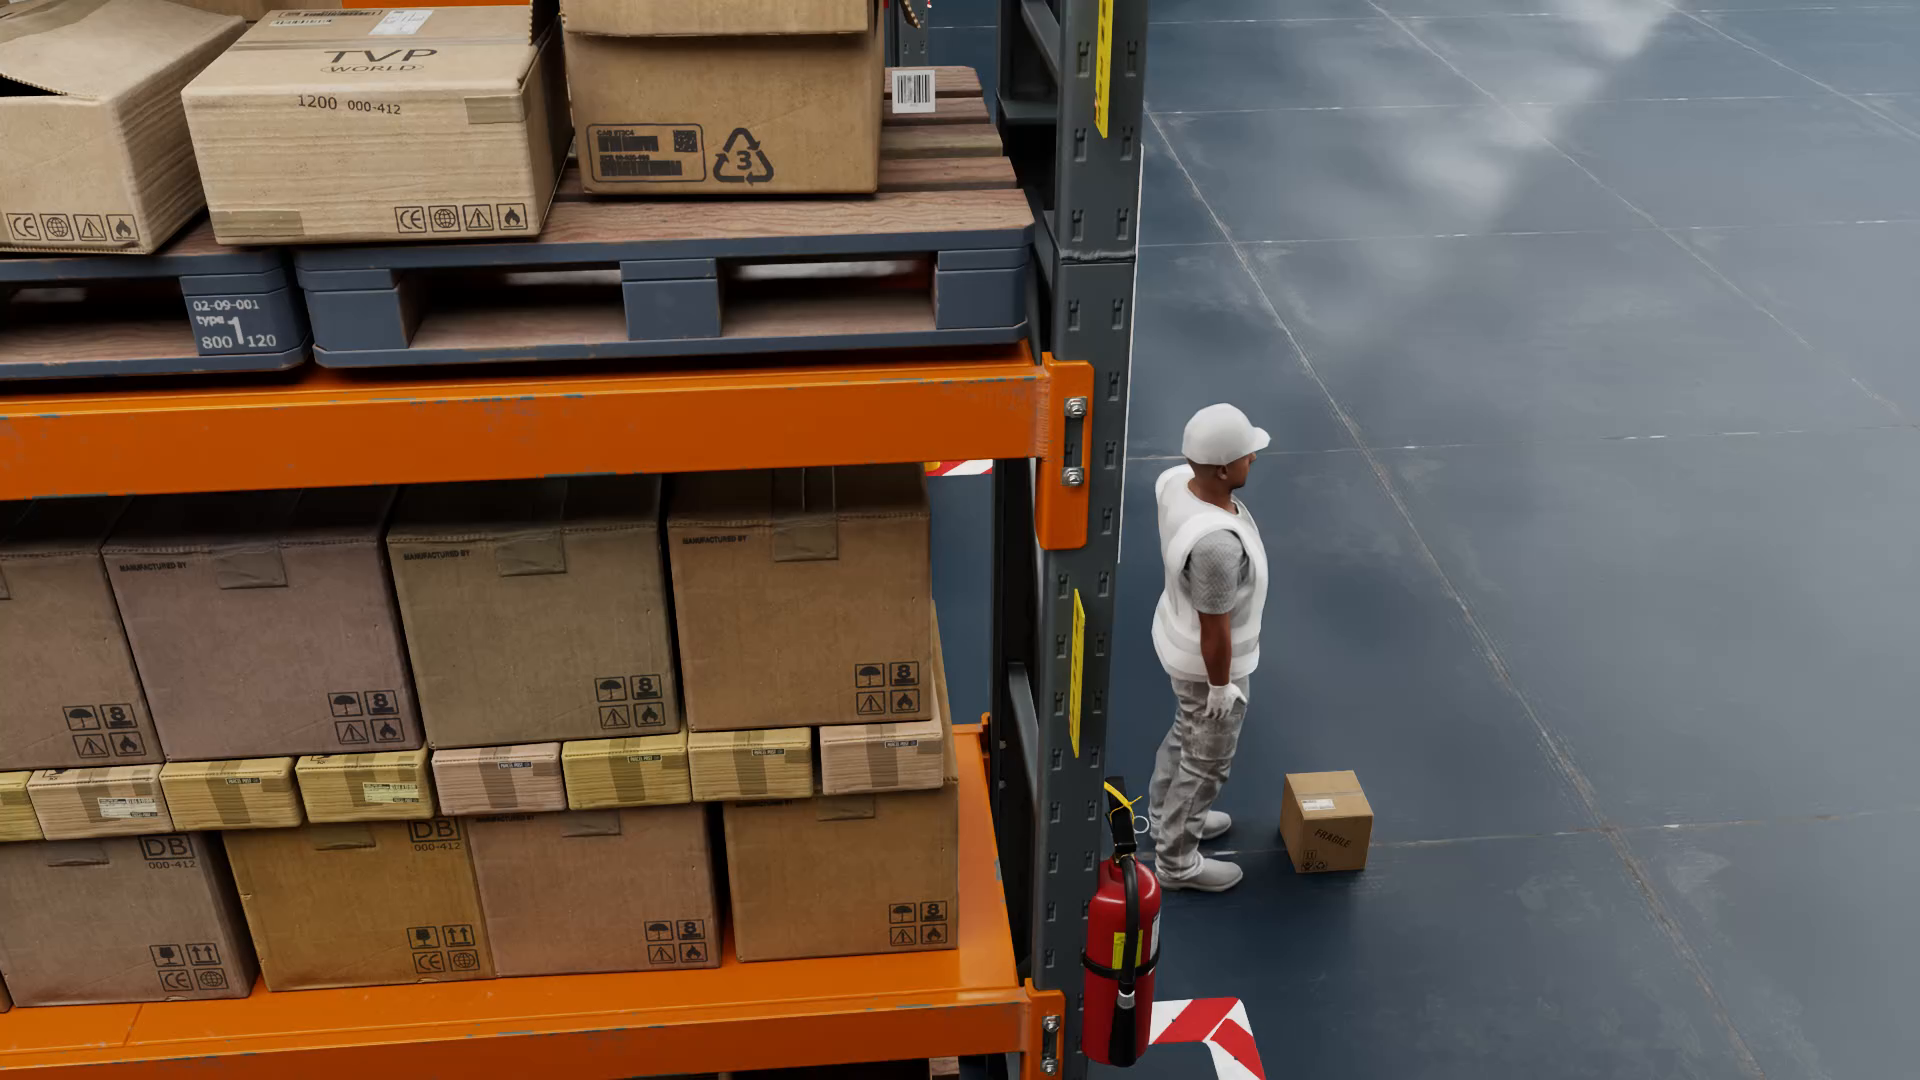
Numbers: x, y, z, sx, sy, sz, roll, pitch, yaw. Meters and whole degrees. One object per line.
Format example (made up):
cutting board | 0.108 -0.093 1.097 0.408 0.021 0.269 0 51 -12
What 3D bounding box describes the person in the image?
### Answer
person | 0.818 0.362 5.507 0.366 1.781 0.546 -2 31 -4
